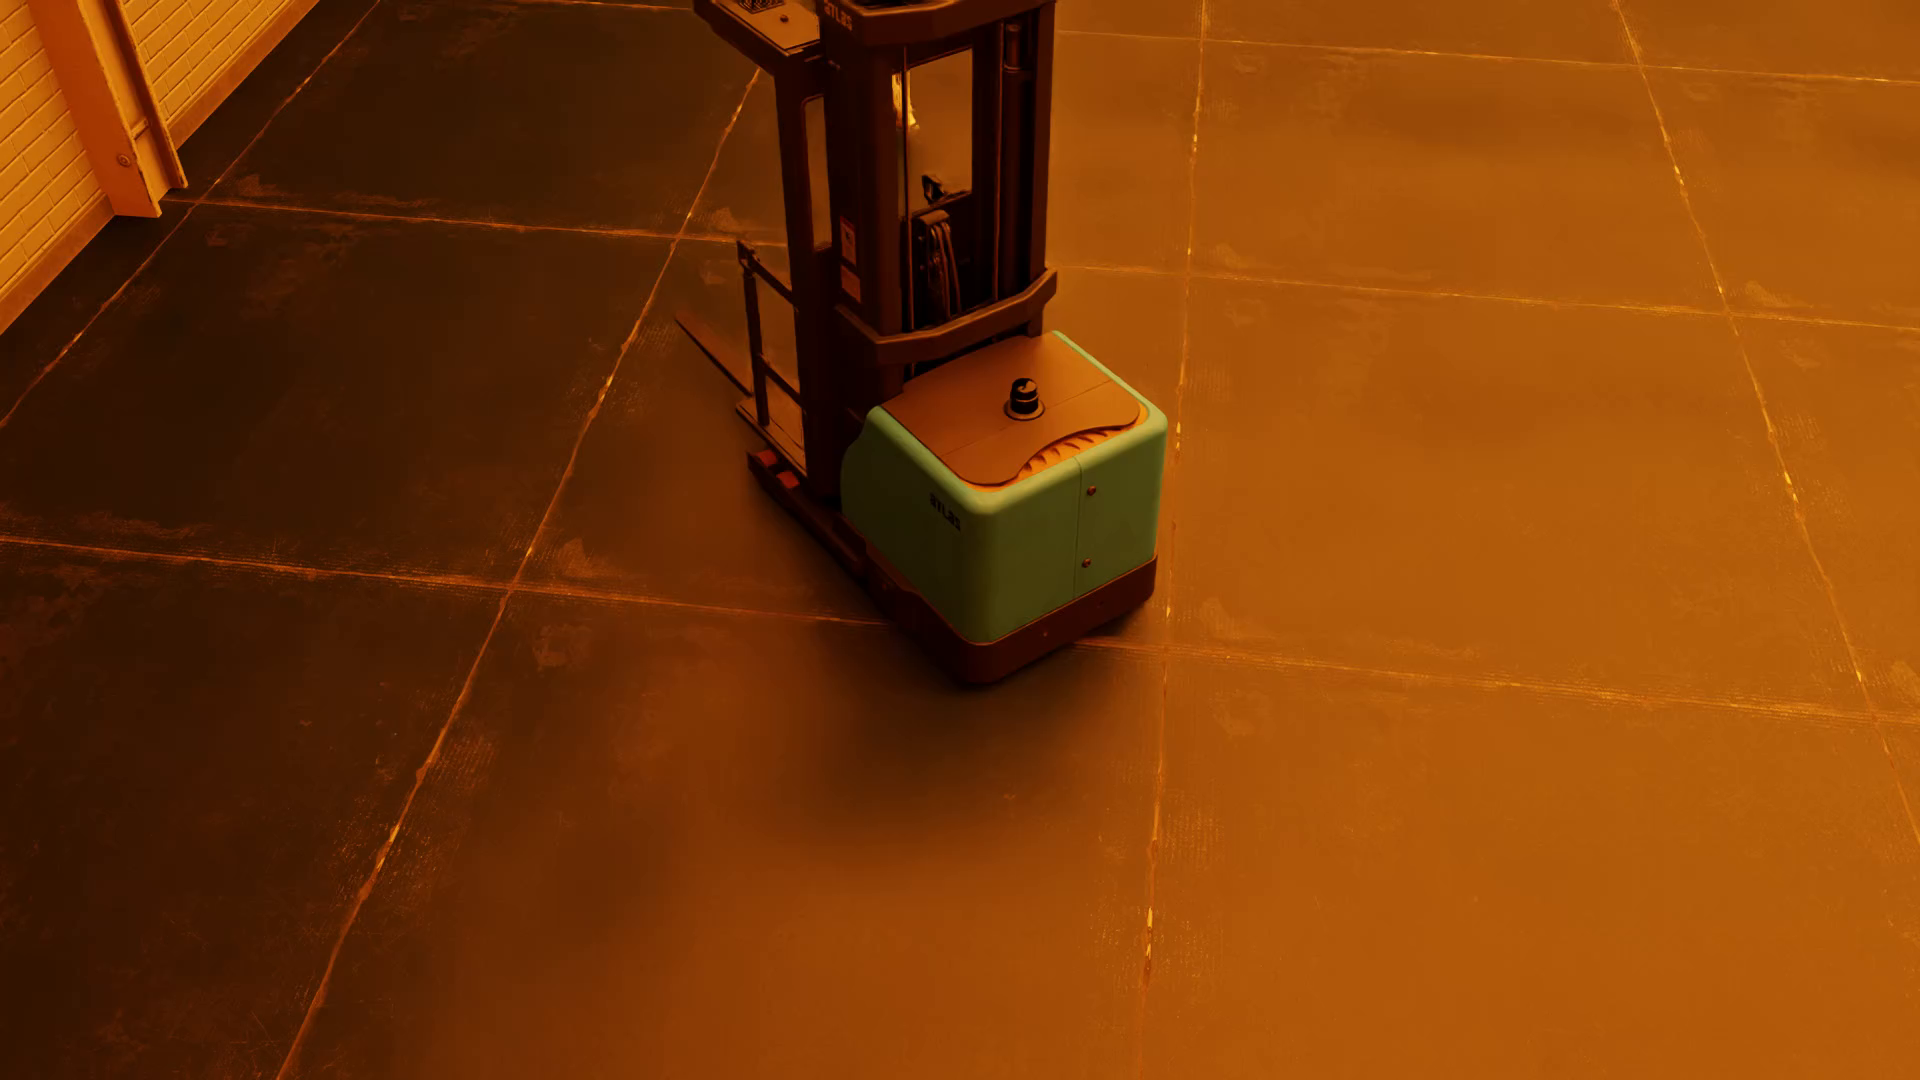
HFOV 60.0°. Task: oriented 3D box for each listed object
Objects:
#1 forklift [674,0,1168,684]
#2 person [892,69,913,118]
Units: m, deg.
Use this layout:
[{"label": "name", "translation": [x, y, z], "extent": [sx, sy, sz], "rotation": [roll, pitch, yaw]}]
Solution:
[{"label": "forklift", "translation": [-0.383, -1.423, 7.273], "extent": [1.130, 2.935, 3.031], "rotation": [-26, 48, -25]}, {"label": "person", "translation": [-0.389, -3.247, 10.338], "extent": [0.565, 1.337, 0.505], "rotation": [-26, 48, -25]}]
